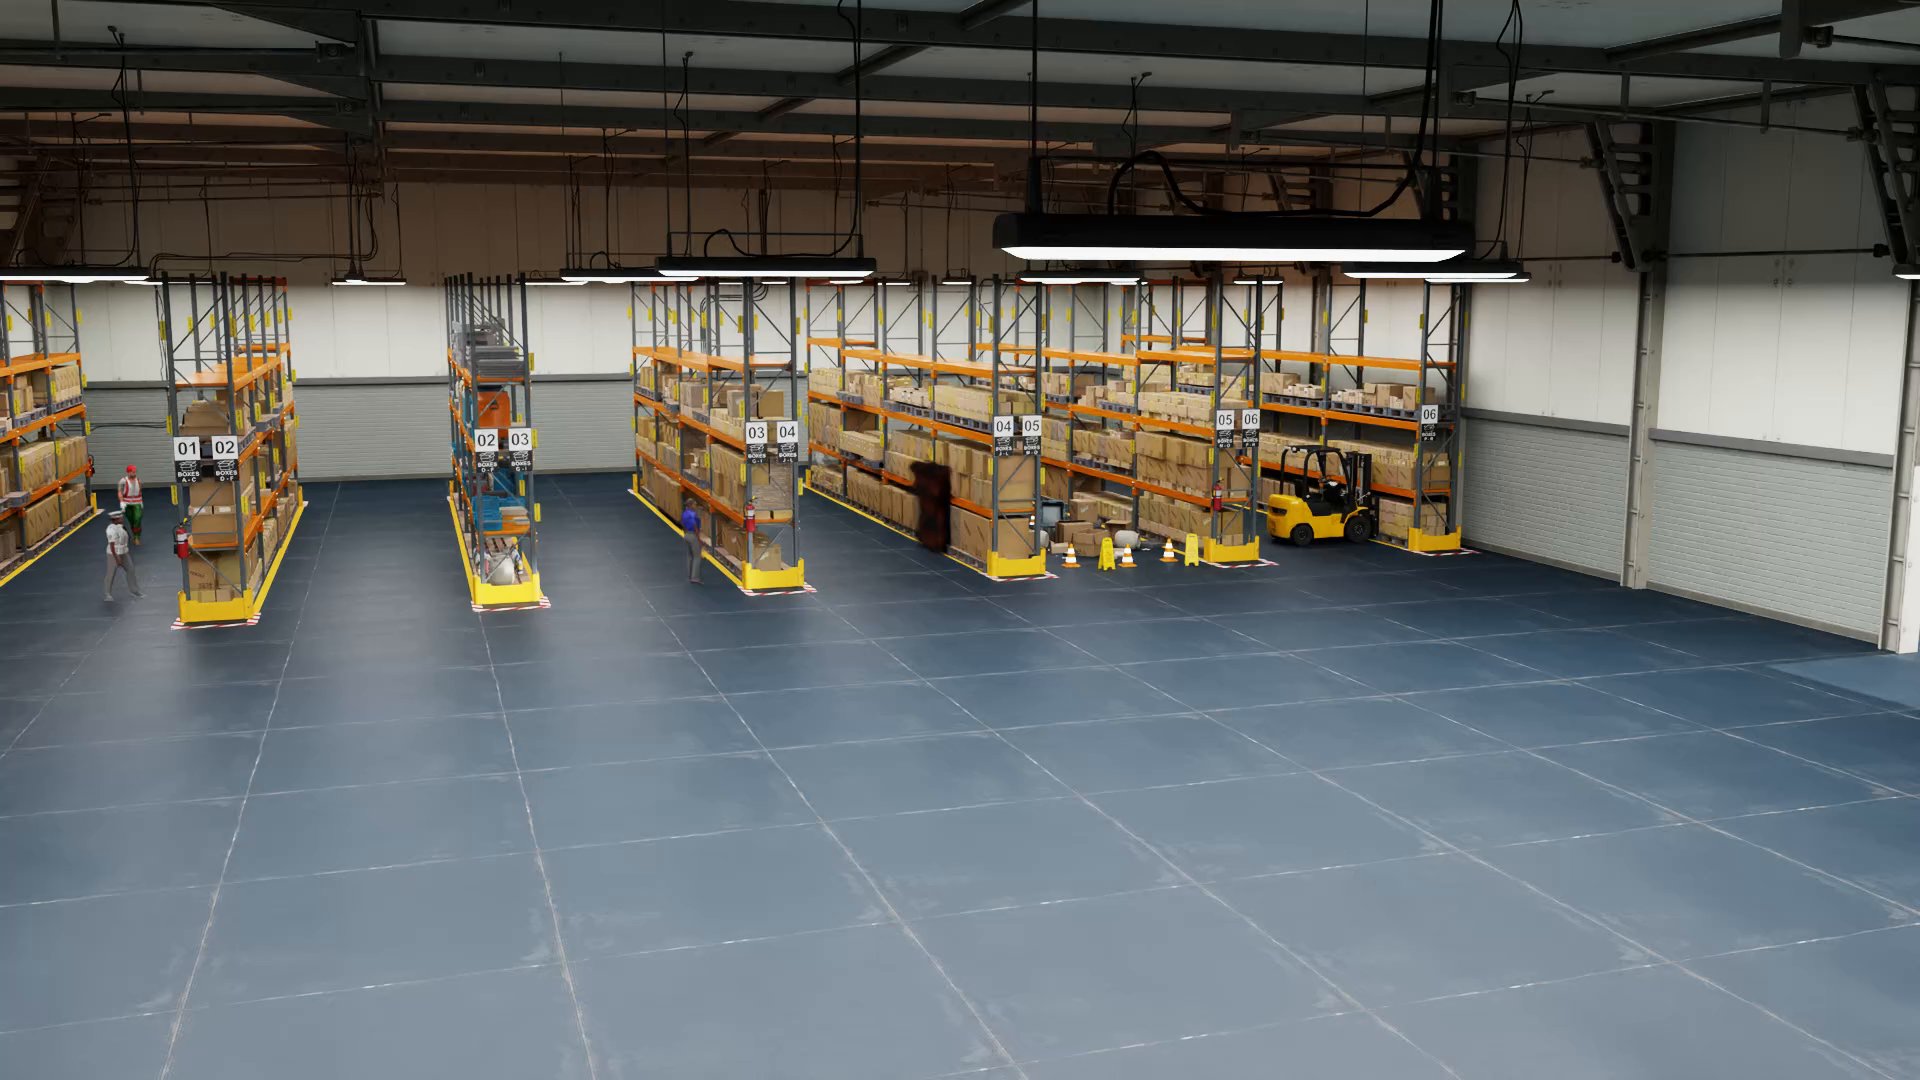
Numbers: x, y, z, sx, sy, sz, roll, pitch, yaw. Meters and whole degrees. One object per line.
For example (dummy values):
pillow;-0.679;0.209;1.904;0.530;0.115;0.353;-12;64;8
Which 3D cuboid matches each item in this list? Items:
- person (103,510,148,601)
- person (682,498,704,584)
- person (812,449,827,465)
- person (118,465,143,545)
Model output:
person;-15.528;0.284;30.772;0.569;1.686;0.645;2;9;10
person;-5.210;0.034;32.527;0.312;1.688;0.549;-7;11;-41
person;-4.202;-2.683;50.004;0.504;1.802;0.520;-8;12;-42
person;-18.682;-0.808;37.464;0.472;1.743;0.973;-2;9;-12
